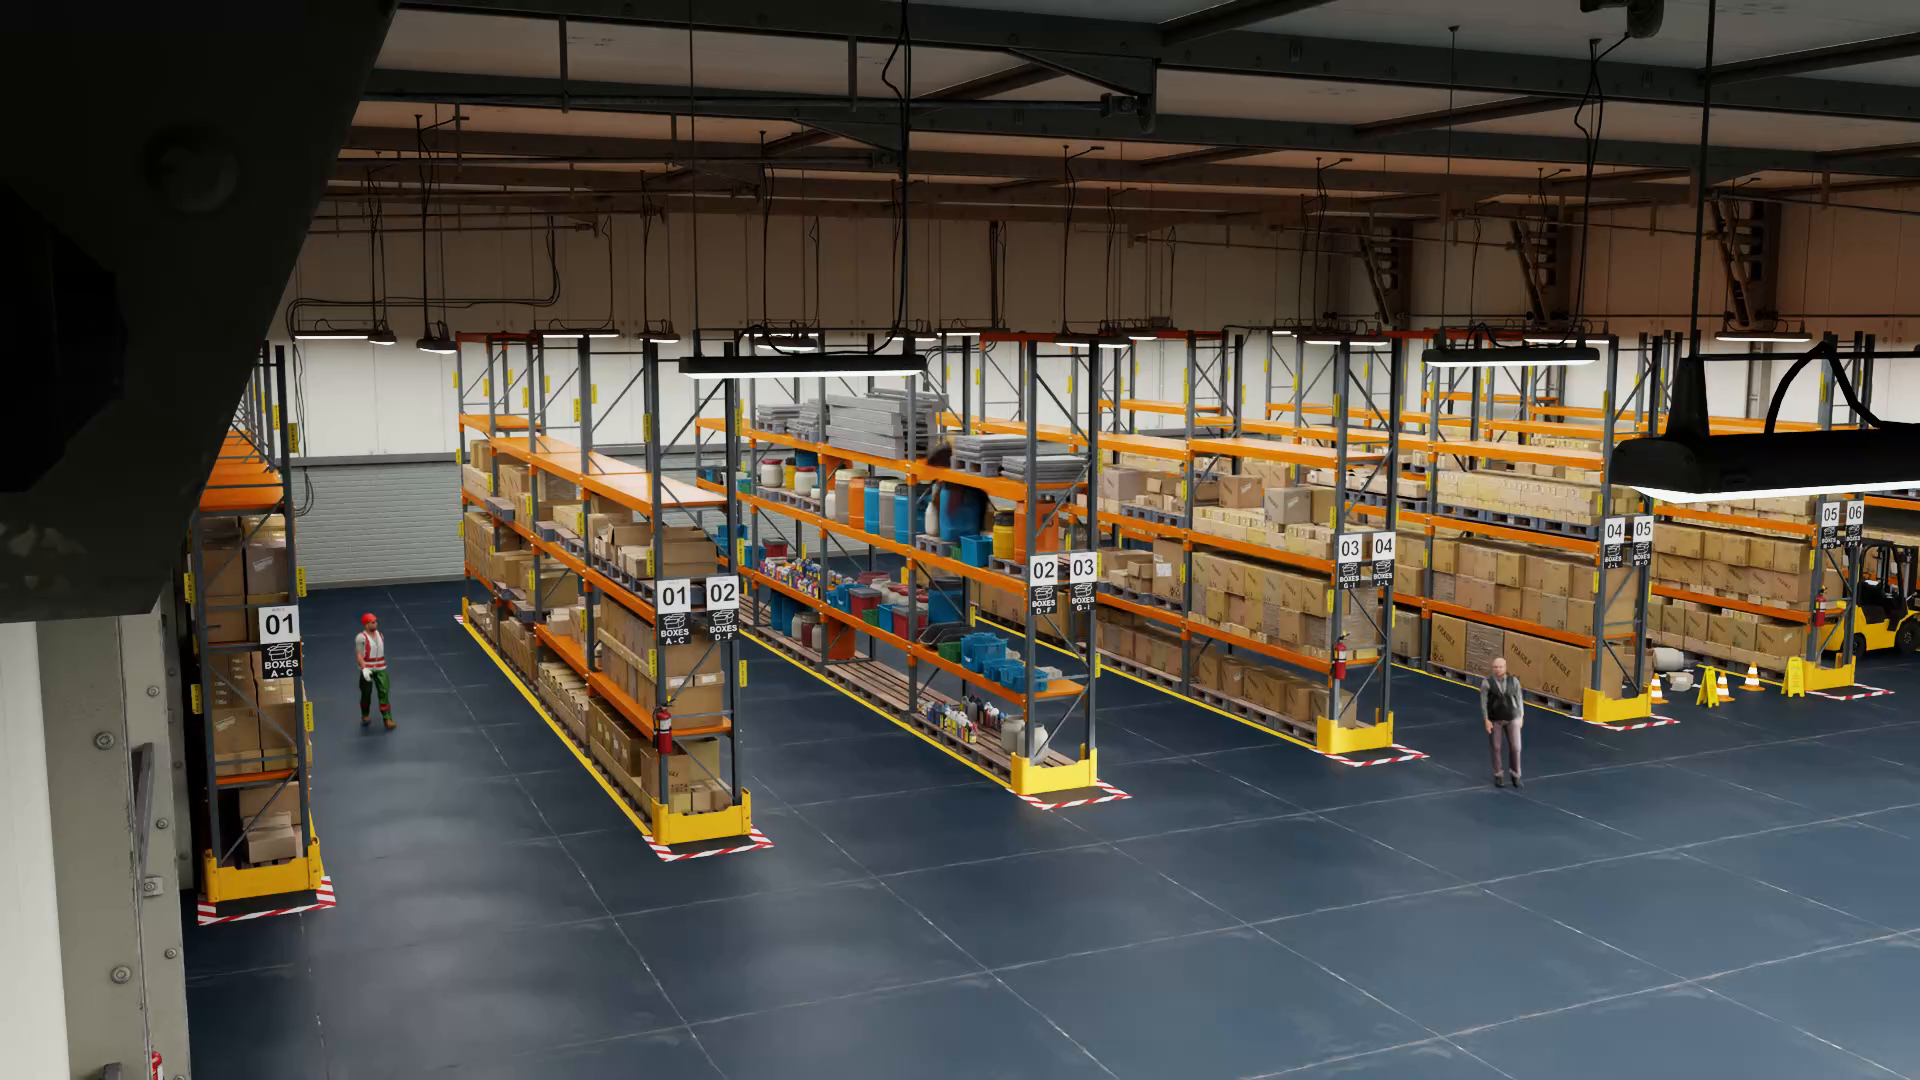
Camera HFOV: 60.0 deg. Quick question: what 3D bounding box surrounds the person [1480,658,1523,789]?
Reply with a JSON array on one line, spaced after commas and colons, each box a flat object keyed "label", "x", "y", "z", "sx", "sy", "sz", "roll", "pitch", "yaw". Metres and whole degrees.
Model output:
[{"label": "person", "x": 7.329, "y": 2.472, "z": 22.475, "sx": 0.595, "sy": 1.765, "sz": 0.387, "roll": 1, "pitch": 8, "yaw": 8}]

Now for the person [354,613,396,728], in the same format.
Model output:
[{"label": "person", "x": -9.023, "y": 1.999, "z": 25.571, "sx": 0.507, "sy": 1.727, "sz": 1.019, "roll": -5, "pitch": 9, "yaw": -33}]
